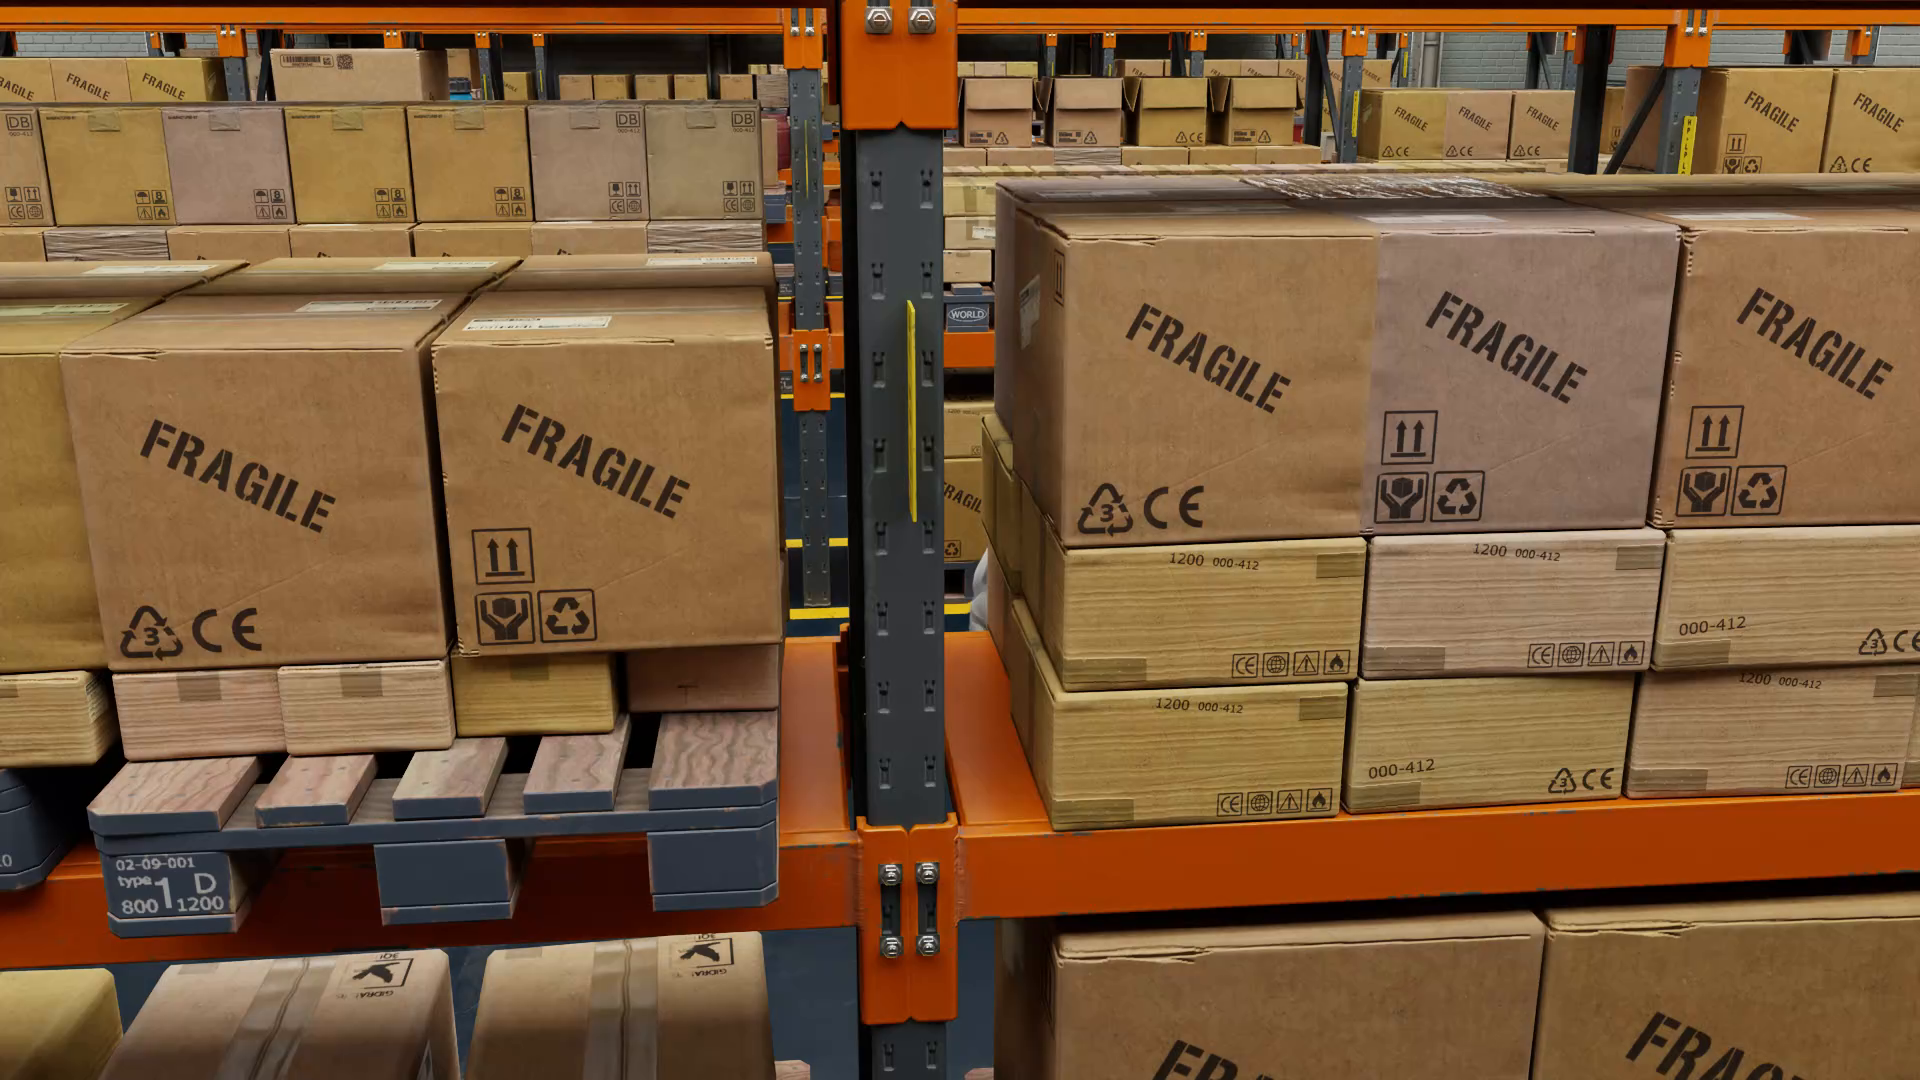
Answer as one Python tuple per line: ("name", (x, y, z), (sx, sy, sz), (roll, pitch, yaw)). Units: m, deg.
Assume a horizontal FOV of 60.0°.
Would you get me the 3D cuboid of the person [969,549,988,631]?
("person", (0.270, 0.333, 6.584), (0.459, 0.774, 0.867), (-2, 17, -7))
